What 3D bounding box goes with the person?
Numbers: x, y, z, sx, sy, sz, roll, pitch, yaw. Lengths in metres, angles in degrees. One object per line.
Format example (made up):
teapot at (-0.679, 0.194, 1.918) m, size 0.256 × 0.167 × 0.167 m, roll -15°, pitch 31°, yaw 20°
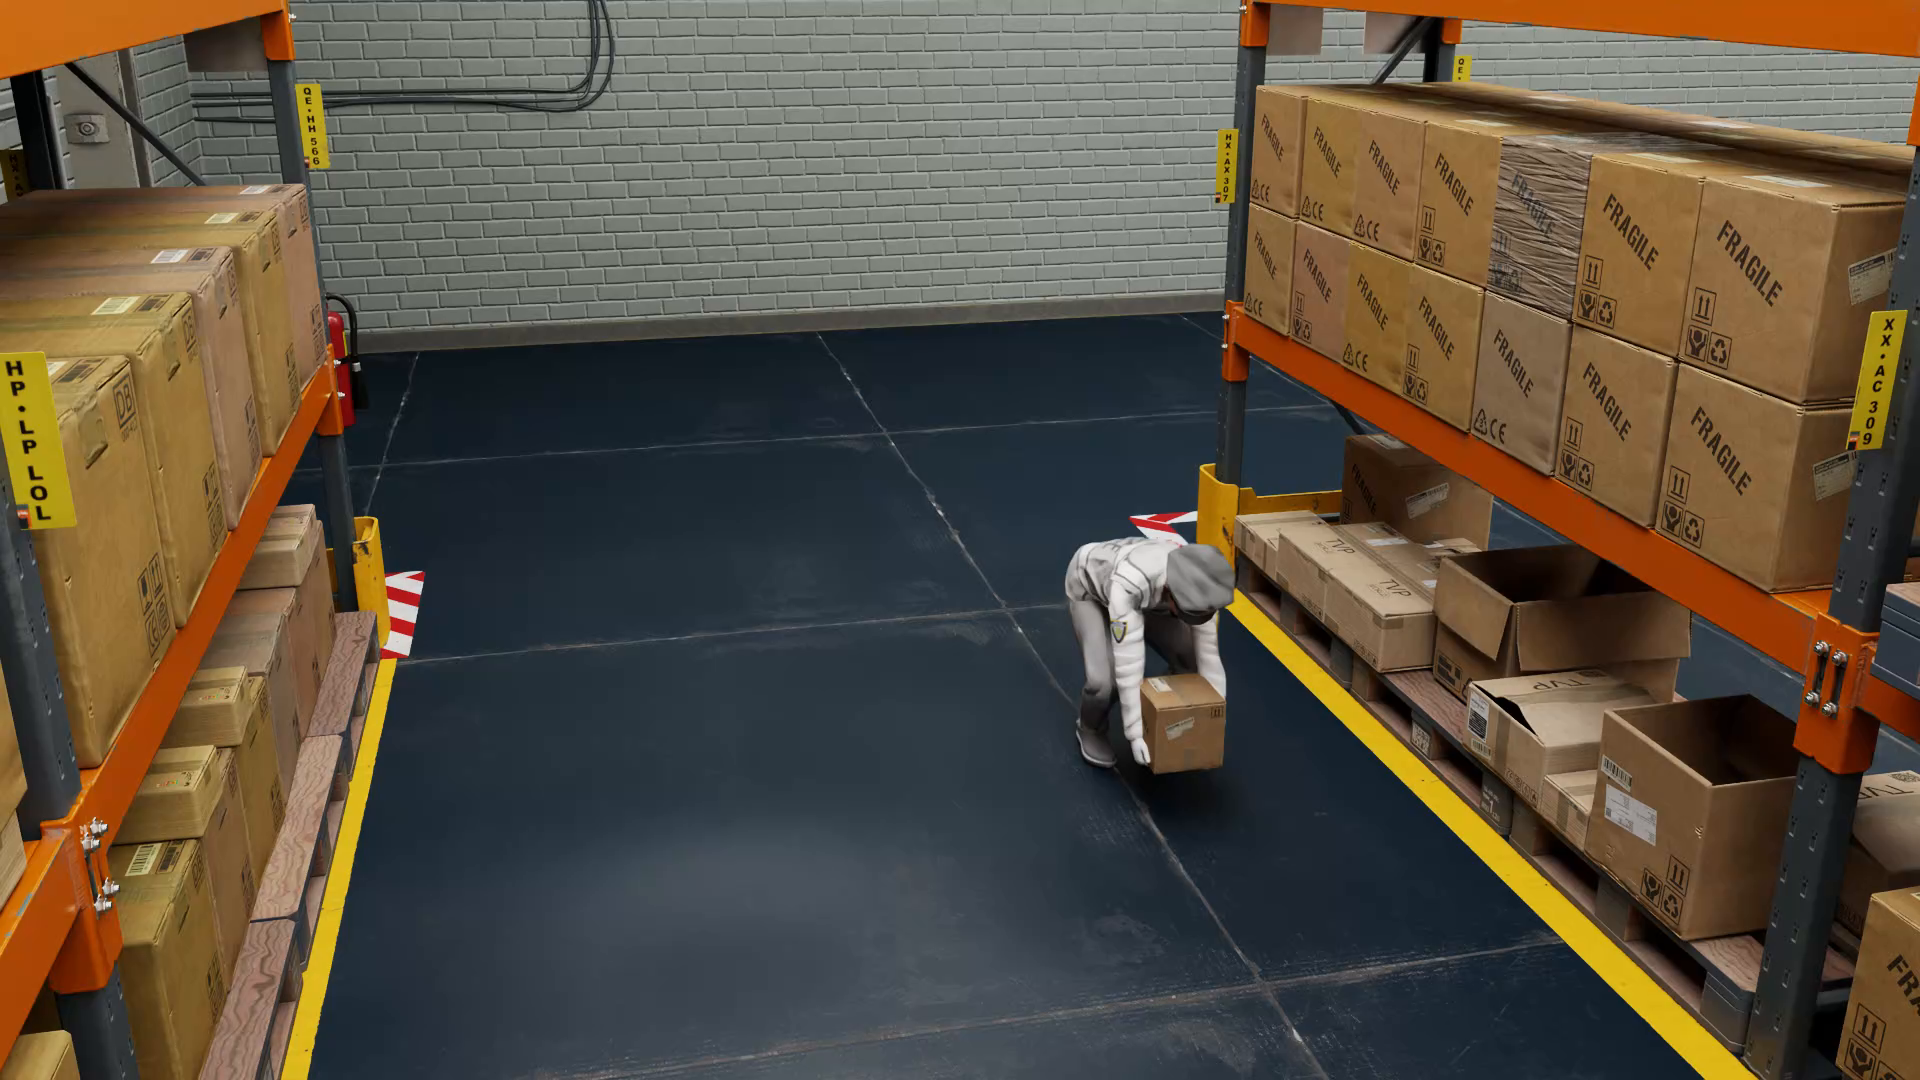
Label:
person at (0.679, 0.387, 6.014) m, size 0.467 × 0.981 × 0.903 m, roll -6°, pitch 21°, yaw -16°
